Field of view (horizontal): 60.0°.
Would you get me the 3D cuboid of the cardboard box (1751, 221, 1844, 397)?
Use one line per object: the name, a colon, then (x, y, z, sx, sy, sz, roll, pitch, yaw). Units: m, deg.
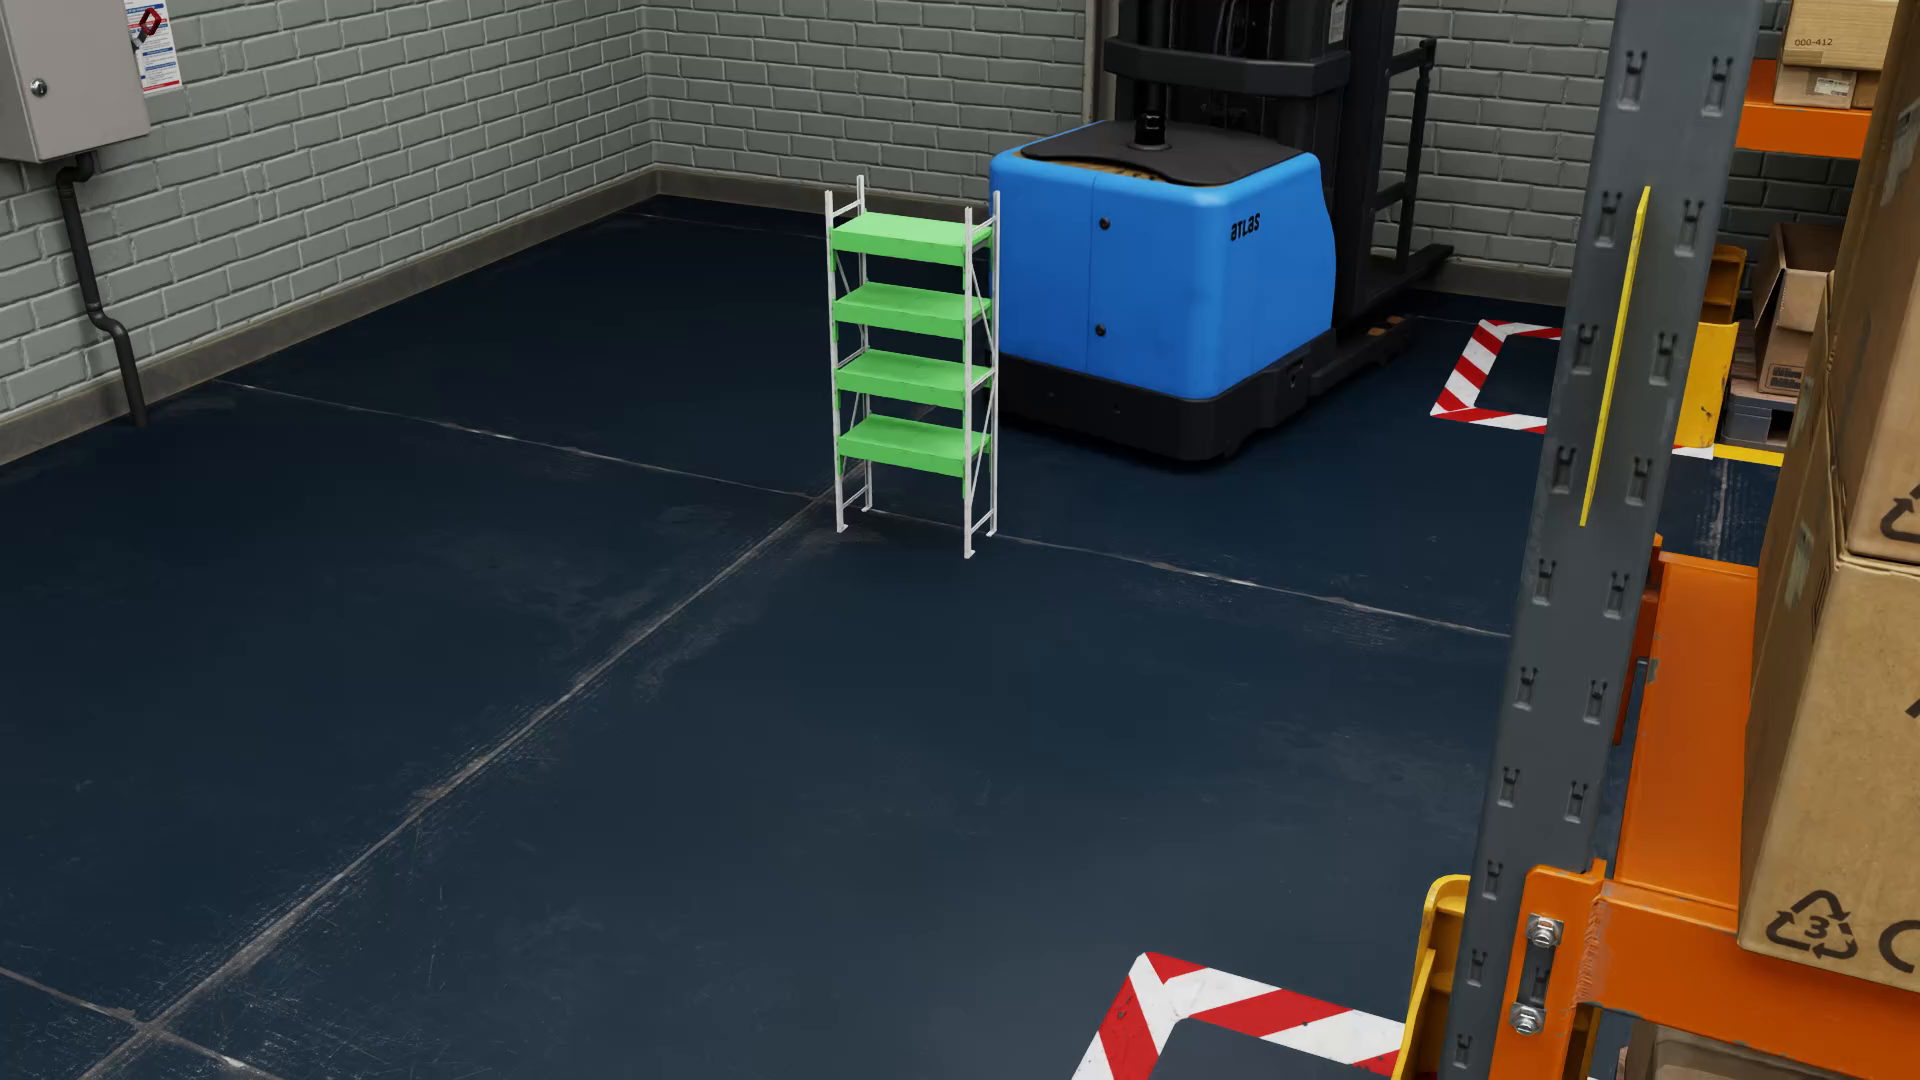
cardboard box: (3.452, -0.891, 6.515, 0.637, 0.503, 0.797, 10, 28, 20)

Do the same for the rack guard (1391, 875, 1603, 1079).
rack guard: (0.861, 1.141, 2.866, 0.348, 0.500, 1.175, 11, 28, 22)

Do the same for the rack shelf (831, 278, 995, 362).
rack shelf: (-0.151, -0.727, 5.469, 0.480, 0.148, 0.258, 11, 28, 22)

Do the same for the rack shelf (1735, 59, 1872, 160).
rack shelf: (4.755, -1.284, 5.777, 4.000, 0.370, 1.077, 11, 28, 22)

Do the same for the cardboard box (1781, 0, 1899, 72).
cardboard box: (3.236, -1.847, 5.939, 0.500, 0.250, 0.500, 12, 28, 22)

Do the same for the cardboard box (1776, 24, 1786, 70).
cardboard box: (3.347, -1.907, 6.512, 0.250, 0.149, 0.380, 11, 28, 21)

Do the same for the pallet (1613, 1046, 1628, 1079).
pallet: (1.643, 1.390, 2.688, 1.213, 0.211, 1.003, 11, 28, 22)

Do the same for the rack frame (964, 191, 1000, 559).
rack frame: (0.071, -0.524, 5.456, 0.015, 1.200, 0.240, 11, 28, 22)

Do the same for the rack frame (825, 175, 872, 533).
rack frame: (-0.373, -0.613, 5.637, 0.015, 1.200, 0.240, 11, 28, 22)

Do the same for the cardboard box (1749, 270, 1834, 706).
cardboard box: (1.431, -0.039, 2.320, 0.500, 0.500, 0.500, 12, 28, 22)

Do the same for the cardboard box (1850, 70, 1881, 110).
cardboard box: (3.370, -1.662, 6.013, 0.250, 0.149, 0.380, 12, 29, 23)

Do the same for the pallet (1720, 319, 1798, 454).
pallet: (3.729, -0.562, 6.653, 1.213, 0.211, 1.003, 11, 28, 22)

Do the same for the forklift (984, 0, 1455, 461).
forklift: (1.381, -2.198, 6.897, 1.130, 2.935, 3.031, 18, 32, 33)

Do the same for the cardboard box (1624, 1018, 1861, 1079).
cardboard box: (1.525, 1.066, 2.615, 0.875, 0.438, 0.875, 10, 28, 20)

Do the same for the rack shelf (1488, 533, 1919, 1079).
rack shelf: (2.703, 0.712, 1.722, 4.000, 0.370, 1.077, 11, 28, 22)

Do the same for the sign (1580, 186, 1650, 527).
sign: (0.648, -0.178, 1.646, 0.005, 0.325, 0.100, 11, 28, 22)

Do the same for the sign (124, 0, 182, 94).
sign: (-3.242, -2.009, 6.543, 0.001, 0.494, 0.329, 11, 28, 22)

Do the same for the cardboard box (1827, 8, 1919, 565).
cardboard box: (1.202, -0.267, 1.652, 0.500, 0.500, 0.500, 11, 28, 21)

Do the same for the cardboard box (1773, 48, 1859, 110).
cardboard box: (3.120, -1.689, 6.070, 0.250, 0.149, 0.380, 11, 28, 21)

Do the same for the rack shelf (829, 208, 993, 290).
rack shelf: (-0.151, -0.942, 5.363, 0.480, 0.148, 0.258, 11, 28, 22)

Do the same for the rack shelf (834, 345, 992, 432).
rack shelf: (-0.151, -0.511, 5.575, 0.480, 0.148, 0.258, 11, 28, 22)

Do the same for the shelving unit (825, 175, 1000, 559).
shelving unit: (-0.151, -0.569, 5.546, 0.503, 1.200, 0.258, 11, 28, 22)

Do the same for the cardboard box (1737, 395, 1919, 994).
cardboard box: (1.201, 0.182, 1.871, 0.500, 0.500, 0.500, 11, 28, 21)

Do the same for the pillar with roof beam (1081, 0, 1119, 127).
pillar with roof beam: (-0.929, -3.788, 3.257, 0.400, 9.000, 9.100, 11, 28, 22)

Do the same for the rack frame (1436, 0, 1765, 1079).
rack frame: (0.884, 0.023, 2.308, 0.053, 2.616, 0.949, 11, 28, 22)

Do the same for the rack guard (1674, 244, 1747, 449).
rack guard: (3.003, -0.837, 6.884, 0.348, 0.500, 1.175, 11, 28, 22)

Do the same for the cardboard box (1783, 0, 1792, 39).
cardboard box: (3.463, -2.061, 6.374, 0.500, 0.250, 0.500, 12, 29, 23)

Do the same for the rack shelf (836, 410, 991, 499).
rack shelf: (-0.151, -0.296, 5.681, 0.480, 0.148, 0.258, 11, 28, 22)

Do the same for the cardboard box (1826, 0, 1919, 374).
cardboard box: (1.420, -0.477, 2.078, 0.500, 0.500, 0.500, 12, 29, 23)

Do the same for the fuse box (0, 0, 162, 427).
fuse box: (-3.257, -1.238, 6.326, 0.414, 1.711, 0.539, 11, 28, 22)
